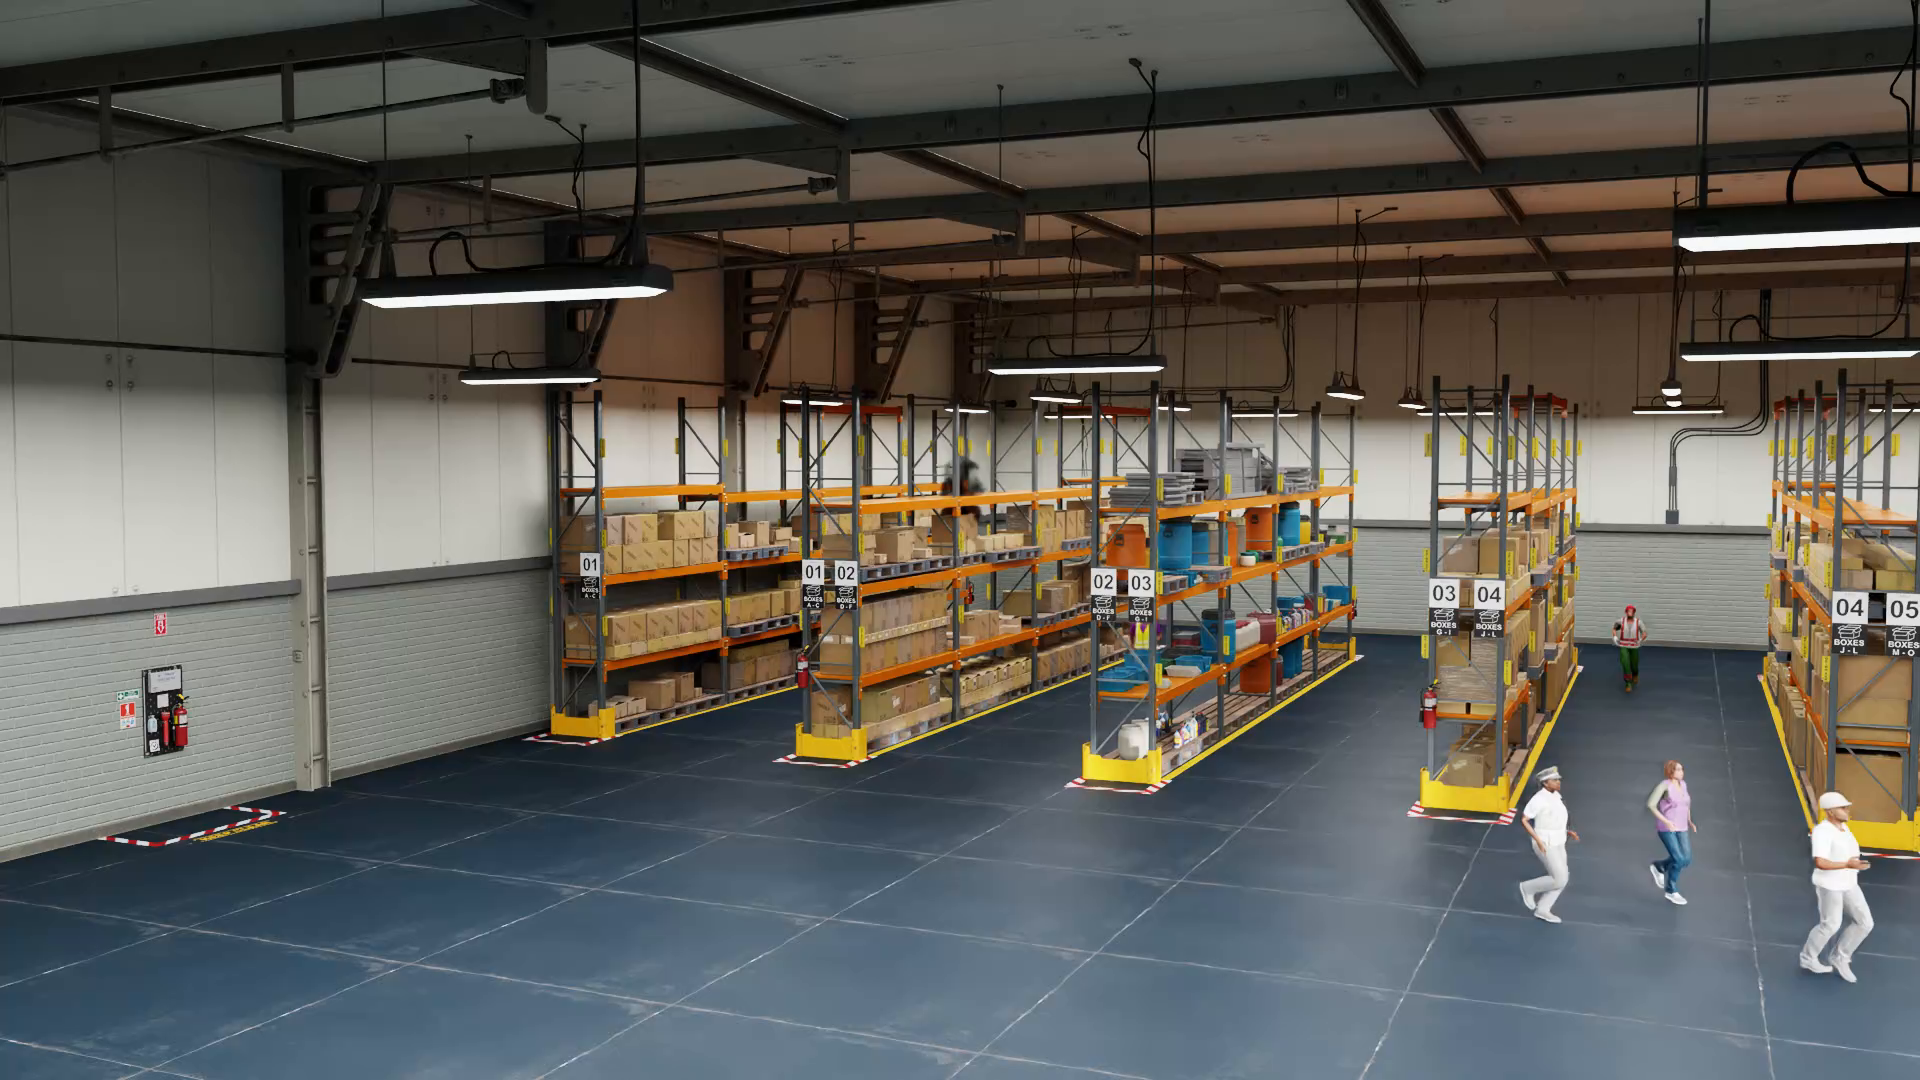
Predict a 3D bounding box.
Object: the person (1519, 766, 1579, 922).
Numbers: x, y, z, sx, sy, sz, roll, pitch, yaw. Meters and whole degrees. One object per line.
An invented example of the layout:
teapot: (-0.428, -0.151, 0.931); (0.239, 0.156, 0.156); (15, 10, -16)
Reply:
person: (6.241, 3.212, 17.573); (0.574, 1.649, 0.558); (-3, 4, -41)

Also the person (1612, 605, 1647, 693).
person: (13.815, 2.228, 34.333); (0.667, 1.781, 0.894); (1, 3, 20)

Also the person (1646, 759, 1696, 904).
person: (7.826, 3.204, 18.432); (0.560, 1.574, 0.549); (-1, 3, -25)

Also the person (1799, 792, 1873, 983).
person: (8.248, 3.264, 15.594); (0.677, 1.795, 0.683); (-2, 4, -34)

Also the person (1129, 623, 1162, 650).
person: (3.809, 2.245, 34.290); (0.679, 1.721, 0.576); (1, 3, 18)
